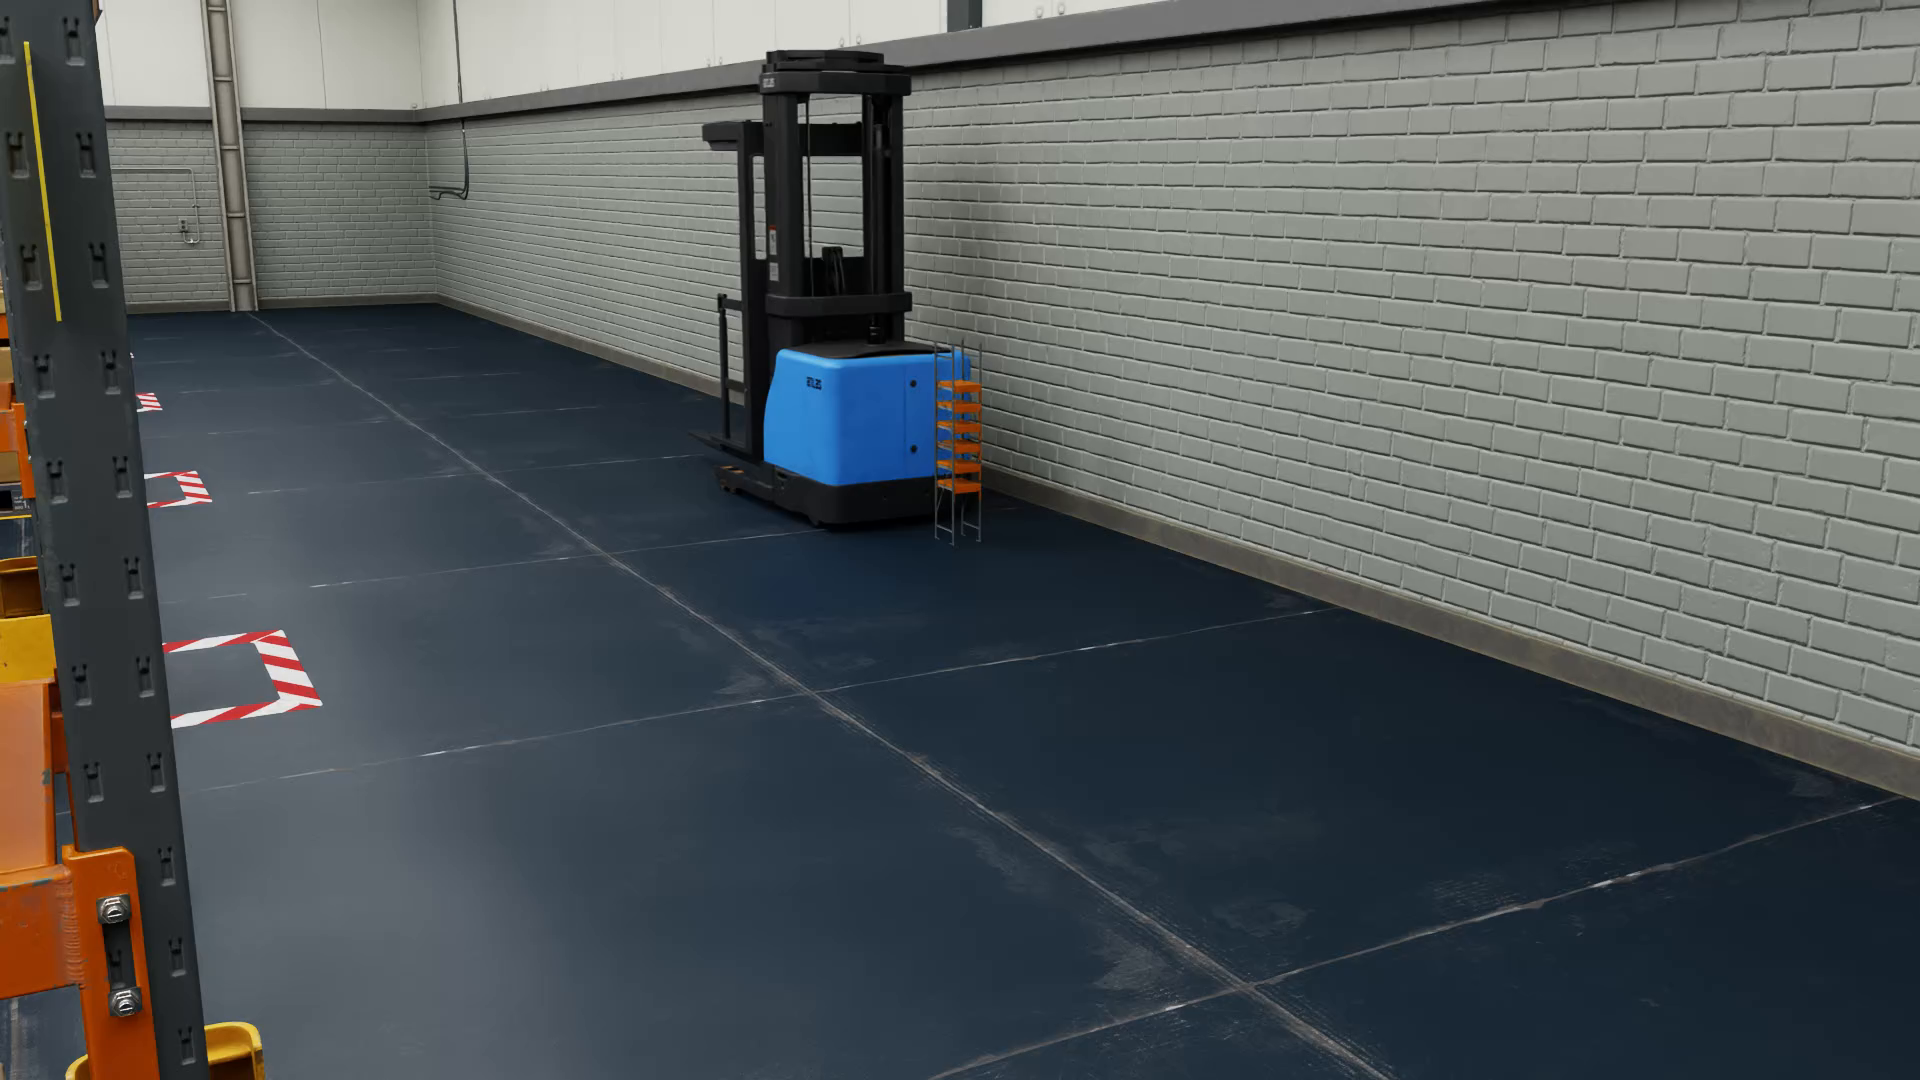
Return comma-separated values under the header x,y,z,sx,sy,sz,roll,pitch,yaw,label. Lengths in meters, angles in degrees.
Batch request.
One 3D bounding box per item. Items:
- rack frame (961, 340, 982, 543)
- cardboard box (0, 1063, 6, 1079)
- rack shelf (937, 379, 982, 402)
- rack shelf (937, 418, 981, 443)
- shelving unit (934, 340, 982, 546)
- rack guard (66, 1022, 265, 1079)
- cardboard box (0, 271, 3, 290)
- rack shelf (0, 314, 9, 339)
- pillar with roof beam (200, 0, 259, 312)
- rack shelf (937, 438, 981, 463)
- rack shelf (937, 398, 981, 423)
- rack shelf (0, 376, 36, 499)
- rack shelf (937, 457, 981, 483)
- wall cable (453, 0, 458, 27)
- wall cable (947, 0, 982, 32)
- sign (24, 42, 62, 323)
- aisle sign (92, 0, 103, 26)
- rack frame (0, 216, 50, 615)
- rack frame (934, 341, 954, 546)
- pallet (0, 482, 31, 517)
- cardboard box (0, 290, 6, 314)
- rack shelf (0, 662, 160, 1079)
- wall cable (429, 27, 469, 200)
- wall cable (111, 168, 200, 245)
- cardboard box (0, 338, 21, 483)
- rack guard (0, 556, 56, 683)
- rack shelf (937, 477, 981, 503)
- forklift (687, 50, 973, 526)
x,y,z,sx,sy,sz,roll,pitch,yaw,label
0.068,-0.593,10.013,0.006,1.200,0.240,-7,14,-28,rack frame
-1.888,1.278,2.476,0.875,0.438,0.875,-7,15,-30,cardboard box
-0.013,-0.892,9.901,0.180,0.103,0.258,-7,14,-28,rack shelf
-0.013,-0.658,9.954,0.180,0.103,0.258,-7,14,-28,rack shelf
-0.013,-0.584,9.971,0.189,1.200,0.258,-7,14,-28,shelving unit
-1.336,1.361,2.921,0.348,0.500,1.175,-7,14,-28,rack guard
-6.404,-1.735,10.652,0.500,0.250,0.500,-7,15,-29,cardboard box
-7.861,-1.204,10.266,4.000,0.370,1.077,-7,14,-28,rack shelf
-9.207,-7.177,21.504,0.400,9.000,9.100,-7,14,-28,pillar with roof beam
-0.013,-0.540,9.980,0.180,0.103,0.258,-7,14,-28,rack shelf
-0.013,-0.775,9.928,0.180,0.103,0.258,-7,14,-28,rack shelf
-5.573,-0.237,5.971,4.000,0.370,1.077,-7,14,-28,rack shelf
-0.013,-0.423,10.007,0.180,0.103,0.258,-7,14,-28,rack shelf
-6.794,-8.510,22.995,0.112,2.526,3.097,-7,14,-28,wall cable
0.509,-6.192,9.801,0.120,5.999,2.277,-7,14,-28,wall cable
-1.109,-0.430,2.011,0.005,0.325,0.100,-7,14,-28,sign
-1.145,-1.072,2.118,0.004,0.787,0.394,-7,14,-28,aisle sign
-3.818,-0.799,6.827,0.127,3.000,1.000,-7,14,-28,rack frame
-0.093,-0.574,9.928,0.006,1.200,0.240,-7,14,-28,rack frame
-6.770,-0.306,10.987,1.213,0.211,1.003,-7,14,-28,pallet
-6.260,-1.542,10.701,0.250,0.149,0.380,-7,14,-27,cardboard box
-3.113,0.706,1.780,4.000,0.370,1.077,-7,14,-28,rack shelf
-8.090,-6.567,25.867,0.112,2.526,3.097,-7,14,-28,wall cable
-12.555,-5.442,25.143,1.851,1.984,0.084,-7,14,-28,wall cable
-6.629,-0.851,10.941,0.875,0.875,0.875,-7,14,-28,cardboard box
-3.884,0.429,7.066,0.348,0.500,1.175,-7,14,-28,rack guard
-0.013,-0.306,10.033,0.180,0.103,0.258,-7,14,-28,rack shelf
-1.073,-1.795,11.410,1.130,2.935,3.031,-7,14,-28,forklift
